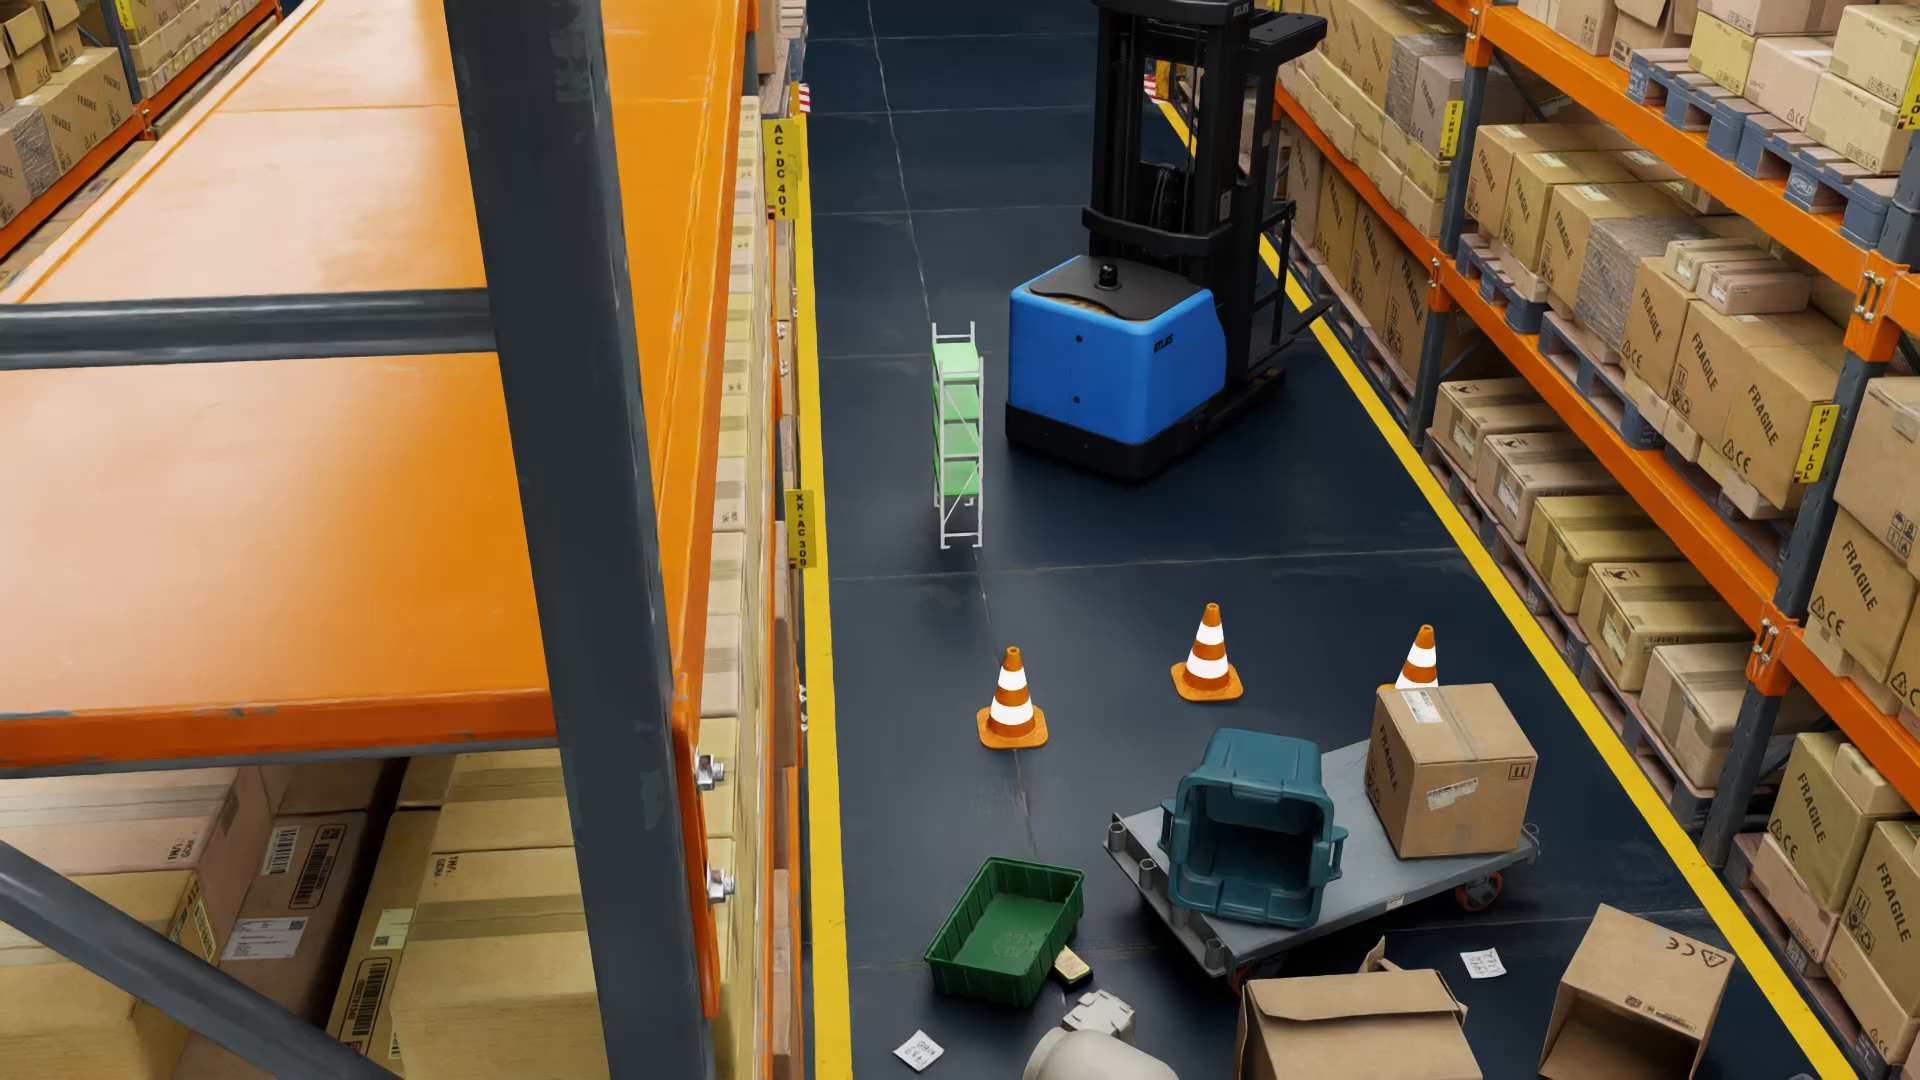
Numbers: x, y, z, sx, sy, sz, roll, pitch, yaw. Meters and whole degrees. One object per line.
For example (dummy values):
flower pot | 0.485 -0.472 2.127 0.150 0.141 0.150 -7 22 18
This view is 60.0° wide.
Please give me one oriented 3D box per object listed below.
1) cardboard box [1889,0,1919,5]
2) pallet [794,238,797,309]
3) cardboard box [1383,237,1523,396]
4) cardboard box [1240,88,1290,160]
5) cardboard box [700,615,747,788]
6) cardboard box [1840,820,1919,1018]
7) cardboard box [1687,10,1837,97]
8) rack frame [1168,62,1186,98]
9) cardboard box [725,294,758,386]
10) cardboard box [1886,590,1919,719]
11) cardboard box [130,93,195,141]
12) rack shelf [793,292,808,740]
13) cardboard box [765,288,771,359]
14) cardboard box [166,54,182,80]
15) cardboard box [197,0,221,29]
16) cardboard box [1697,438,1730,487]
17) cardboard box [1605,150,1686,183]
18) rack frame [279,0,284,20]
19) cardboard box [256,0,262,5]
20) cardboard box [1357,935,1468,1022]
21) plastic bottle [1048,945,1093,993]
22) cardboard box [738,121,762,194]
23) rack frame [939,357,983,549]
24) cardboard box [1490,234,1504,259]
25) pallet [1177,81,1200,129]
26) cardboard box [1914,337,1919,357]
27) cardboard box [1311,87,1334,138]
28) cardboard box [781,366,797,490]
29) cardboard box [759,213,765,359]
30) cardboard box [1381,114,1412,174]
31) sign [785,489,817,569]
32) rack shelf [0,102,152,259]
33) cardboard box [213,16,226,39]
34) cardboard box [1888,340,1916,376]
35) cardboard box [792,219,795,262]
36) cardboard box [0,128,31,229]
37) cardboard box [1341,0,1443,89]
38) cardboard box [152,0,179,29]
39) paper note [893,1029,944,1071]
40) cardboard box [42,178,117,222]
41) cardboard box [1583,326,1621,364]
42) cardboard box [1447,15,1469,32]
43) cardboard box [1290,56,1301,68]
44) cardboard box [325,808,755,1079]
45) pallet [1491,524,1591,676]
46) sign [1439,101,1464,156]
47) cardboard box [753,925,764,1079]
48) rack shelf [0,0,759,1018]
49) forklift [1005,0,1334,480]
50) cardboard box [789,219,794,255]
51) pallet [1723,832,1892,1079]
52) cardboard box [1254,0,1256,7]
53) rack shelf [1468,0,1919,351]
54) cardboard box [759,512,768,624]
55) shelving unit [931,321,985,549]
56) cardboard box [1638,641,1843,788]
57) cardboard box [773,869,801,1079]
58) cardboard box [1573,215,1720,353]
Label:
cardboard box | 4.085 -2.083 6.637 0.500 0.250 0.500 -3 31 -6
pallet | -1.795 -2.095 13.051 1.003 0.211 1.213 -3 31 -5
cardboard box | 3.442 -1.561 11.100 0.875 0.875 0.875 -3 31 -5
cardboard box | 3.014 -3.841 15.345 0.875 0.438 0.875 -4 31 -6
cardboard box | -0.509 0.248 2.446 0.380 0.149 0.250 -3 31 -5
cardboard box | 3.646 1.372 6.070 0.500 0.500 0.500 -2 31 -3
cardboard box | 3.510 -2.107 7.165 0.500 0.250 0.500 -2 31 -4
rack frame | 2.676 -6.020 16.904 1.000 3.000 0.127 -3 31 -5
cardboard box | -0.628 -0.403 3.536 0.380 0.149 0.250 -2 31 -4
cardboard box | 3.631 0.429 5.720 0.500 0.500 0.500 -3 31 -5
cardboard box | -6.799 -3.112 13.698 0.875 0.875 0.875 -3 31 -5
rack shelf | -1.308 -0.317 8.058 1.077 0.370 4.000 -3 31 -5
cardboard box | -0.720 -0.577 4.604 0.380 0.149 0.250 -2 31 -4
cardboard box | -6.563 -3.831 13.484 0.380 0.149 0.250 -2 31 -3
cardboard box | -6.734 -4.589 14.365 0.500 0.250 0.500 -3 31 -4
cardboard box | 3.467 -0.351 7.248 0.380 0.149 0.250 -4 31 -6
cardboard box | 3.802 -1.805 9.049 0.500 0.500 0.500 -3 31 -5
rack frame | -7.190 -5.545 16.109 1.000 3.000 0.127 -3 31 -5
cardboard box | -6.803 -5.139 15.674 0.380 0.149 0.250 -2 31 -4
cardboard box | 1.737 1.799 6.480 0.396 0.266 0.258 27 40 37
plastic bottle | 0.407 1.725 6.802 0.133 0.061 0.283 -20 36 -30
cardboard box | -0.746 -1.050 4.618 0.380 0.149 0.250 -3 31 -5
rack frame | 0.007 -0.475 9.376 0.240 1.200 0.015 -3 31 -5
cardboard box | 3.262 -1.687 9.486 0.380 0.149 0.250 -5 31 -8
pallet | 2.829 -4.419 16.942 1.003 0.211 1.213 -3 31 -5
cardboard box | 4.106 -0.780 6.702 0.380 0.149 0.250 -3 31 -5
cardboard box | 2.910 -3.150 12.245 0.500 0.250 0.500 -3 31 -5
cardboard box | -0.995 -0.442 7.468 0.500 0.500 0.500 -3 31 -5
cardboard box | -0.773 -0.682 4.391 0.500 0.250 0.500 -3 31 -5
cardboard box | 3.074 -2.583 10.808 0.500 0.250 0.500 -4 31 -6
sign | -0.569 -0.038 5.967 0.100 0.325 0.005 -3 31 -5
rack shelf | -6.630 -2.173 11.165 1.077 0.370 4.000 -3 31 -5
cardboard box | -6.687 -4.491 14.589 0.380 0.149 0.250 -2 31 -4
cardboard box | 4.039 -0.498 6.861 0.500 0.500 0.500 -2 31 -3
cardboard box | -1.549 -2.431 12.923 0.500 0.500 0.500 -3 31 -6
cardboard box | -6.319 -2.290 10.561 0.500 0.500 0.500 -3 31 -5
cardboard box | 2.979 -3.434 11.501 0.500 0.500 0.500 -3 31 -5
cardboard box | -6.645 -4.397 13.312 0.500 0.500 0.500 -3 31 -5
paper note | -0.157 1.969 6.423 0.142 0.020 0.147 27 40 37
cardboard box | -6.653 -1.989 11.818 1.225 0.875 0.875 -4 31 -6
cardboard box | 3.372 -1.006 8.345 0.380 0.149 0.250 -2 31 -3
cardboard box | 3.532 -3.189 11.092 0.500 0.500 0.500 -2 31 -3
cardboard box | 2.810 -3.890 12.997 0.500 0.250 0.500 -4 31 -6
cardboard box | -0.537 0.604 2.237 0.500 0.250 0.500 -3 31 -5
pallet | 3.606 0.282 9.073 1.003 0.211 1.213 -3 31 -5
sign | 2.871 -2.405 9.722 0.100 0.325 0.005 -3 31 -5
cardboard box | -0.485 0.714 2.443 0.380 0.149 0.250 -2 31 -4
rack shelf | -0.935 -0.679 3.203 1.077 0.370 4.000 -3 31 -5
forklift | 1.584 -2.326 10.786 1.130 2.935 3.031 21 37 31
cardboard box | -1.449 -2.218 11.835 0.500 0.250 0.500 -4 31 -7
pallet | 3.895 1.645 6.791 1.003 0.211 1.213 -3 31 -5
cardboard box | 2.699 -4.508 14.275 0.500 0.500 0.500 -3 31 -6
rack shelf | 3.611 -1.894 7.772 1.077 0.370 4.000 -3 31 -5
cardboard box | -0.603 0.070 3.522 0.380 0.149 0.250 -2 31 -4
shelving unit | -0.015 -0.600 9.584 0.258 1.200 0.503 -3 31 -5
cardboard box | 3.746 0.787 7.661 0.950 0.372 0.625 -2 31 -4
cardboard box | -0.804 1.149 3.702 0.875 0.550 0.550 -3 31 -5
cardboard box | 3.386 -1.254 8.127 0.500 0.500 0.500 -4 31 -6
